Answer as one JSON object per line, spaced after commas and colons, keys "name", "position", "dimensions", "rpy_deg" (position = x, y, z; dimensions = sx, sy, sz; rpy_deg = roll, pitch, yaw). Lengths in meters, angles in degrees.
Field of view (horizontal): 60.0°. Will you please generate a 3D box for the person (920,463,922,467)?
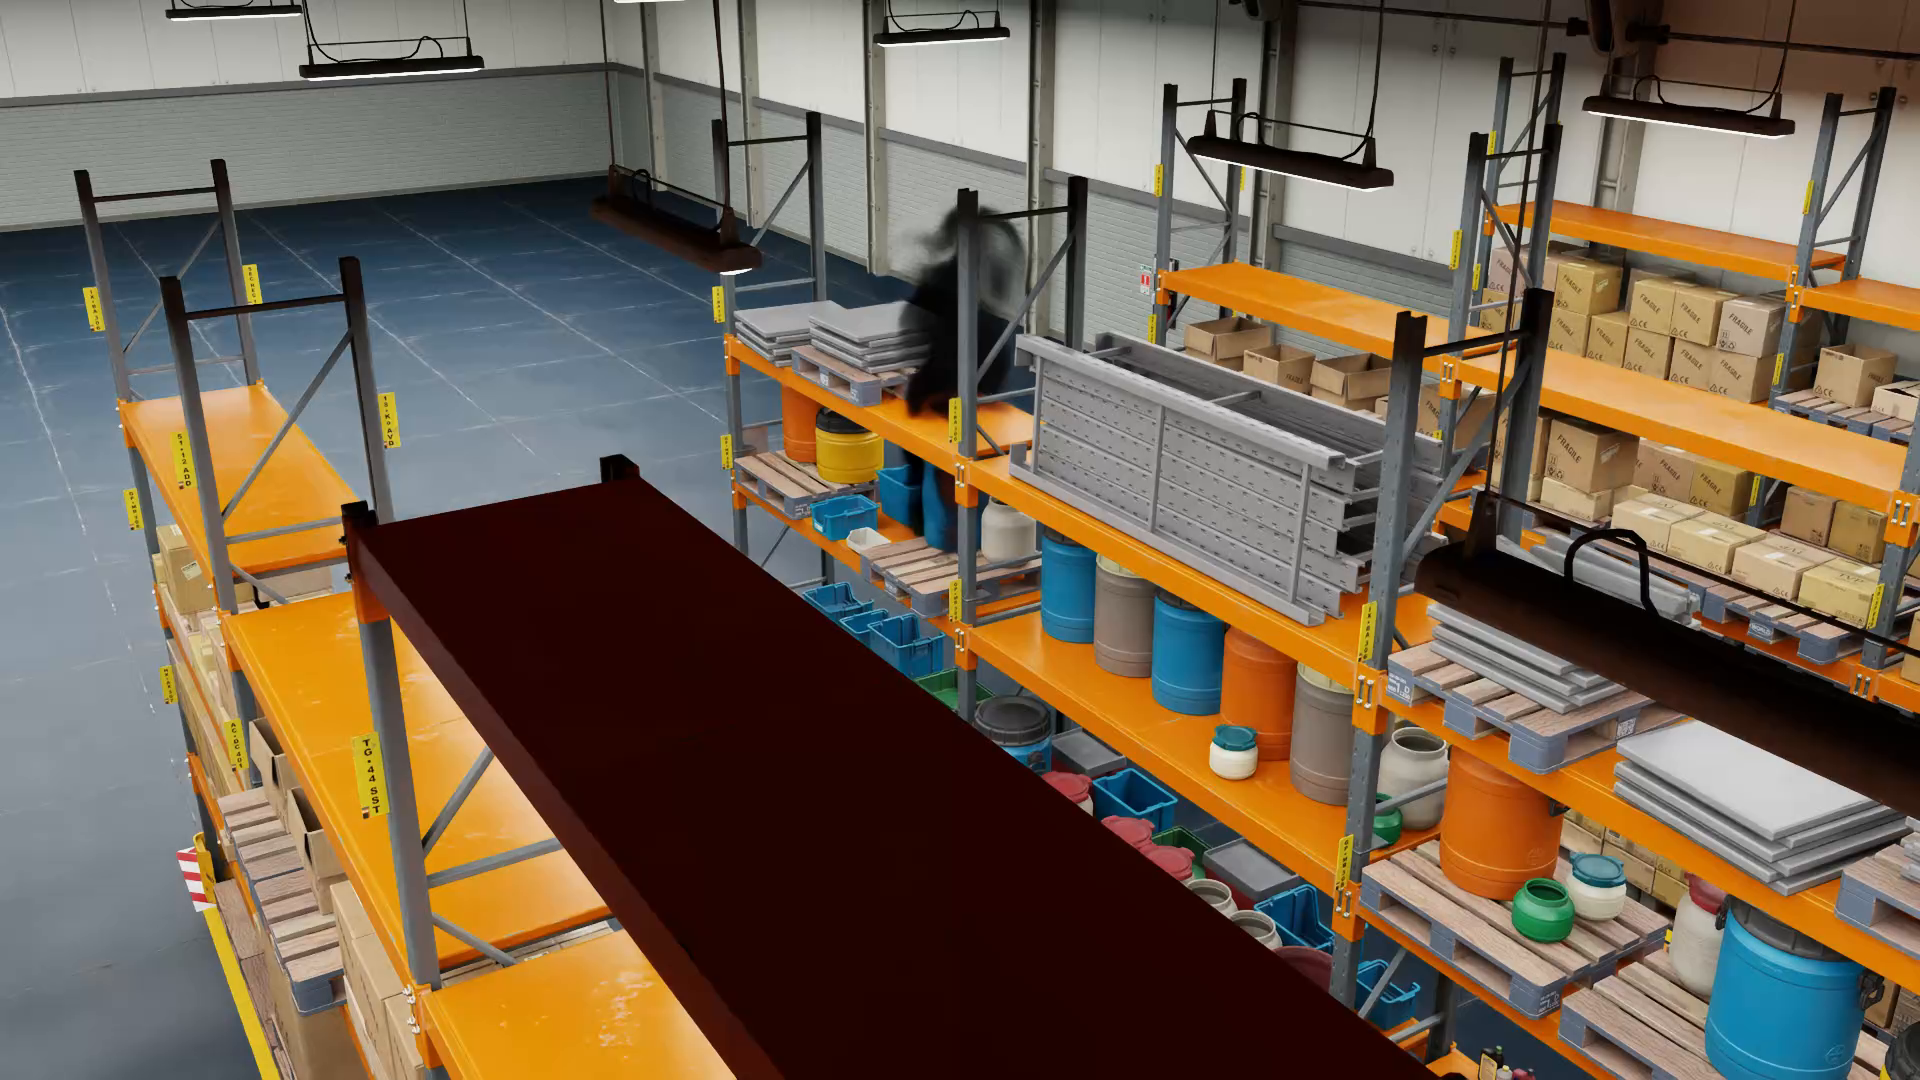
{"name": "person", "position": [-0.264, -1.162, 21.939], "dimensions": [0.884, 1.820, 0.677], "rpy_deg": [-5, 22, -13]}
